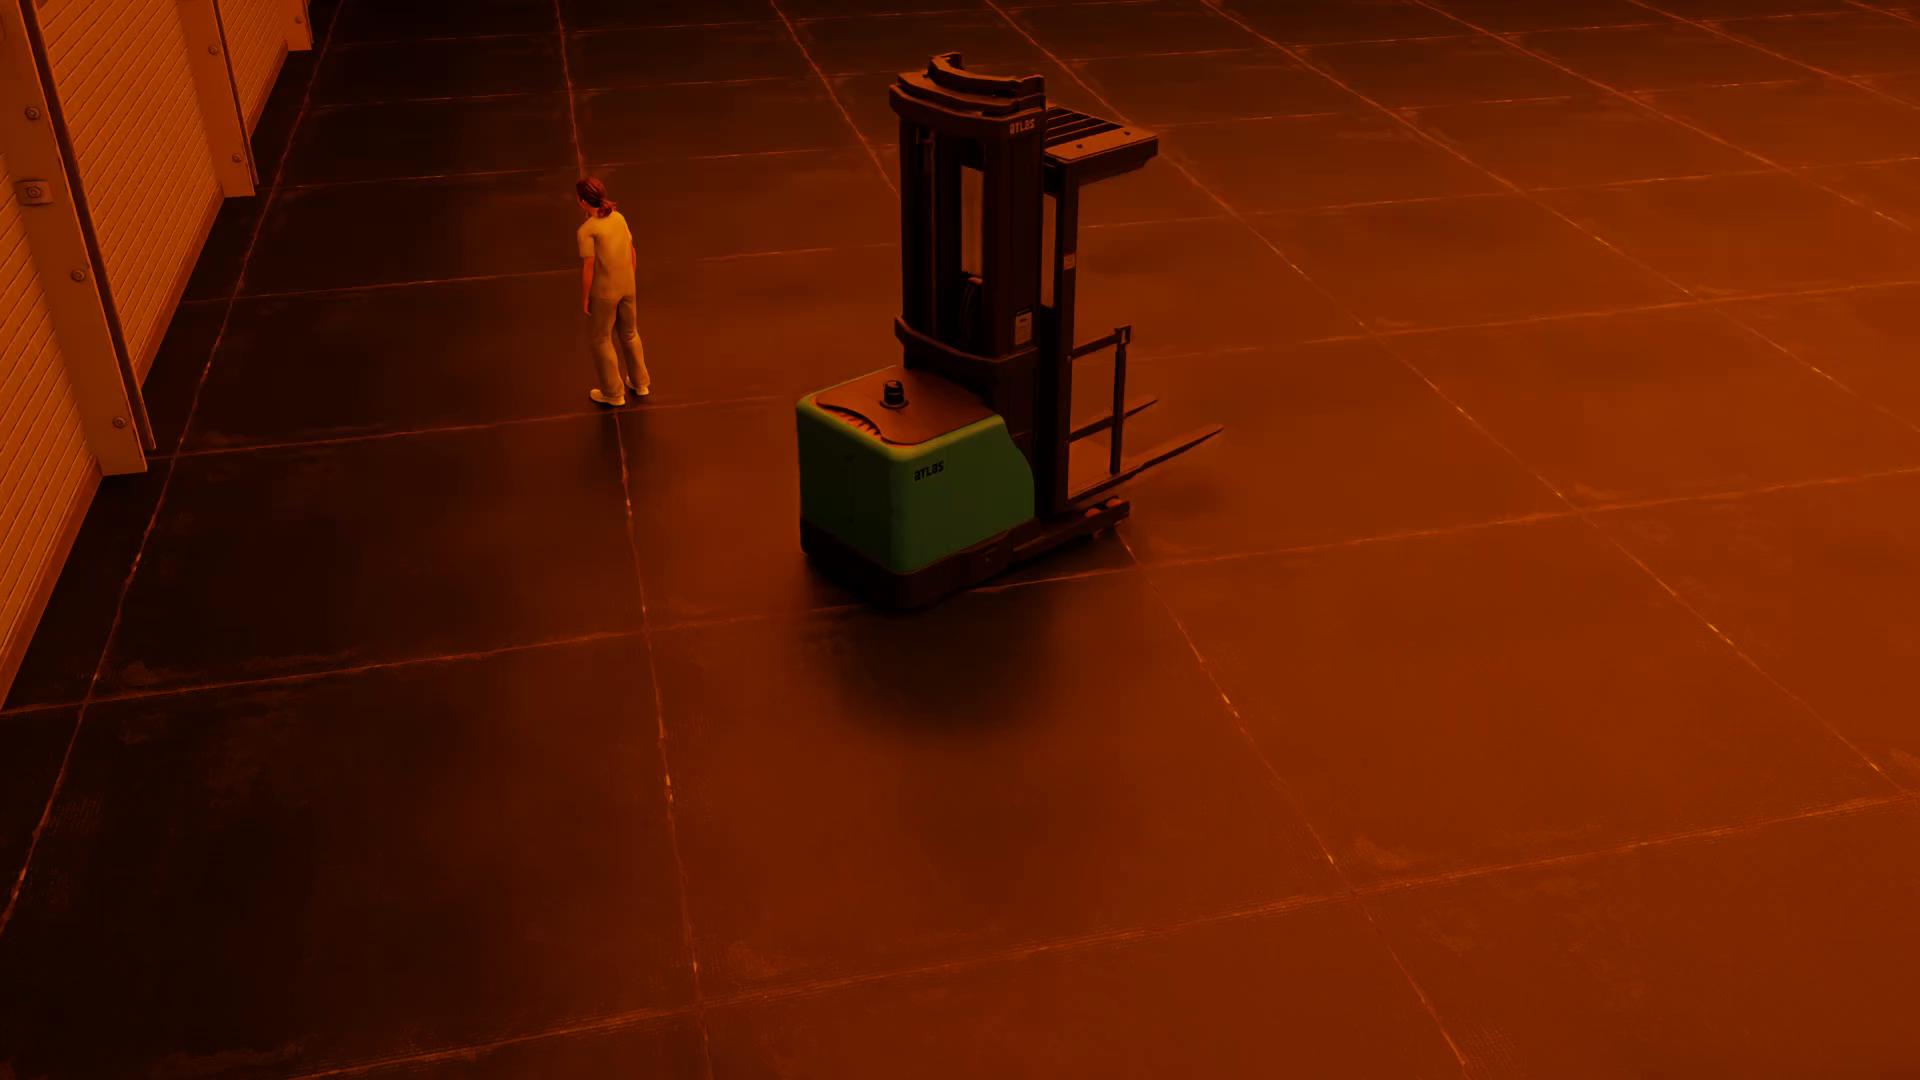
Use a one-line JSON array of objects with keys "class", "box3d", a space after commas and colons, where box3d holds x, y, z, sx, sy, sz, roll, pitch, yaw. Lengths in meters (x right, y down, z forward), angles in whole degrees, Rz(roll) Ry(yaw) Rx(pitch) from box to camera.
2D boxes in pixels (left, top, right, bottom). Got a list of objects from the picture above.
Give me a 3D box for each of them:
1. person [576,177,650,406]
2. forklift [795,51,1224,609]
[{"class": "person", "box3d": [-2.511, -1.781, 11.909, 0.365, 1.671, 0.501, 22, 37, 33]}, {"class": "forklift", "box3d": [0.454, -1.478, 10.128, 3.031, 2.935, 1.130, -24, 38, -35]}]
